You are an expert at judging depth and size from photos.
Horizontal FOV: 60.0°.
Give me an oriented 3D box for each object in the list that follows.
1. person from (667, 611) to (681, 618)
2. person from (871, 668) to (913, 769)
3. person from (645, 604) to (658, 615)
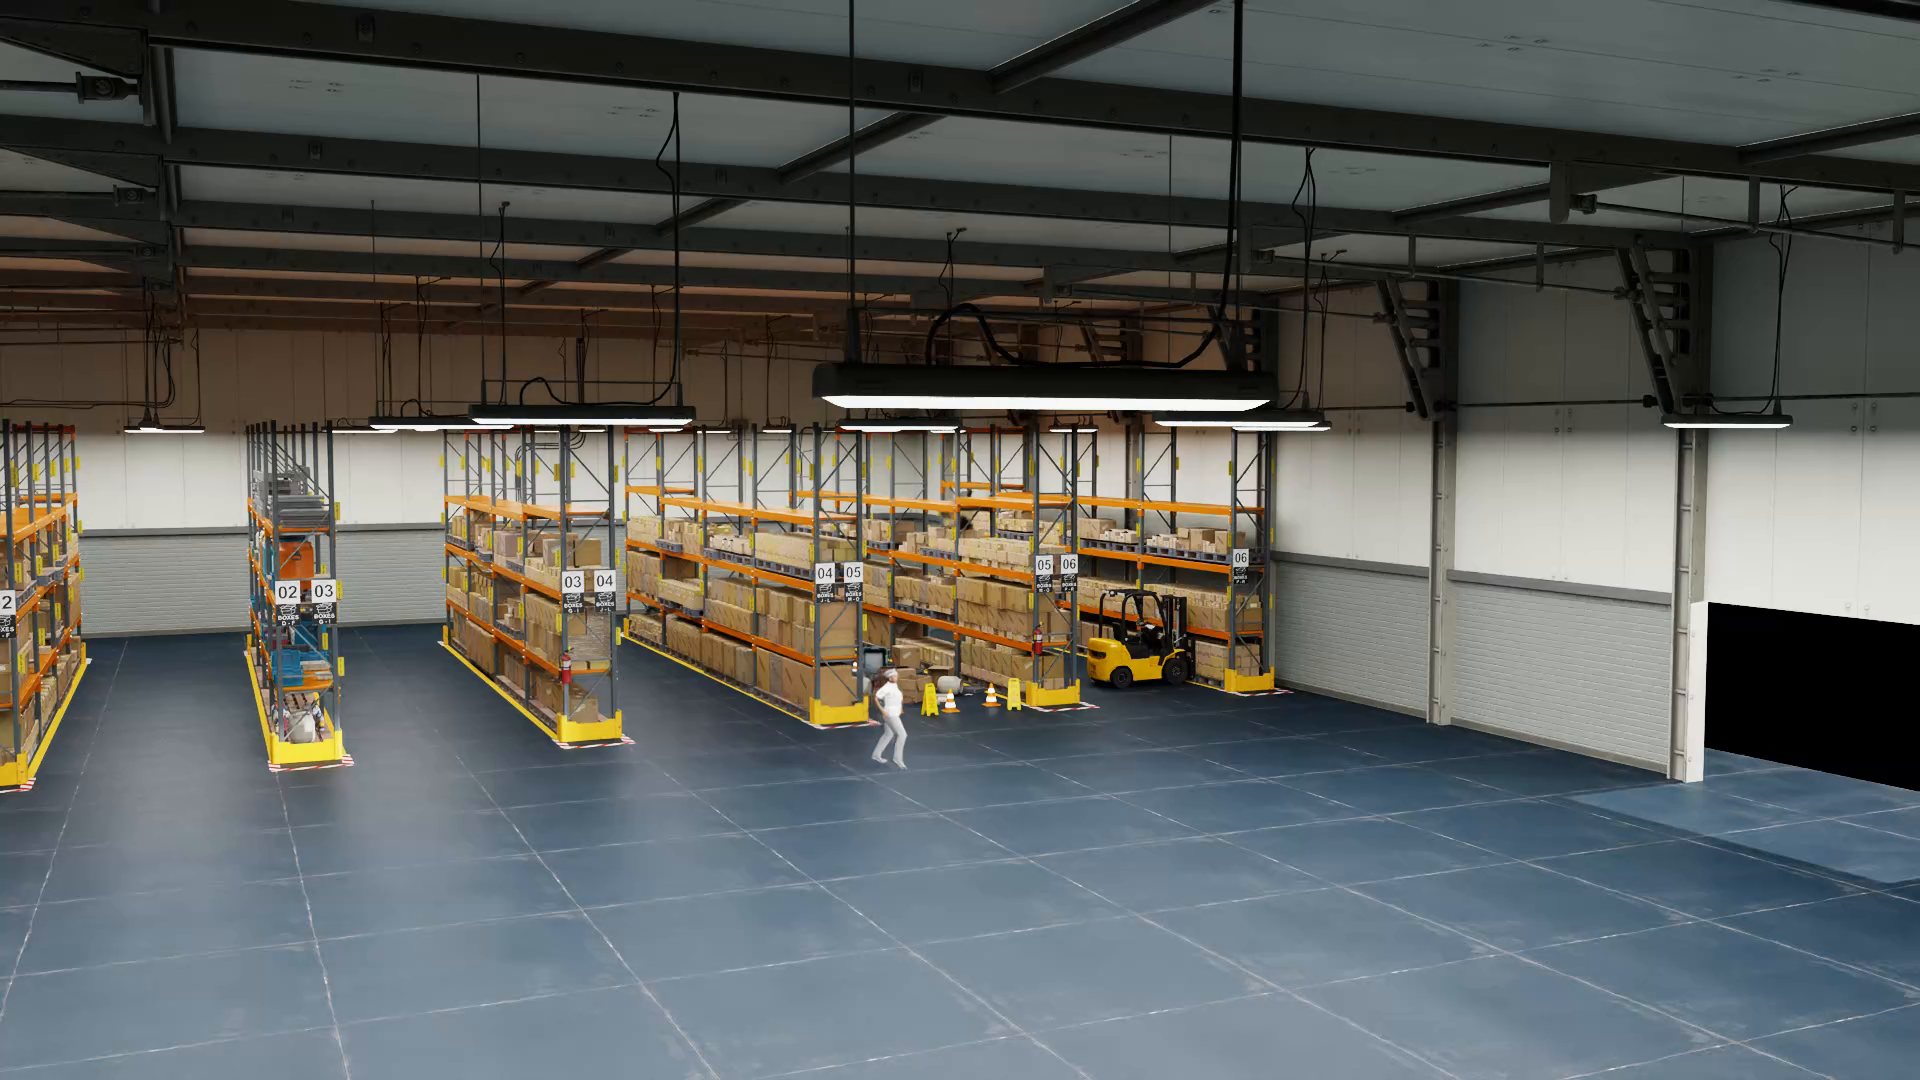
[{"bbox_3d":[-8.452,1.852,49.117,0.488,1.621,0.637,2,4,29],"label":"person"},{"bbox_3d":[-1.188,3.084,28.760,0.756,1.759,0.544,1,4,9],"label":"person"},{"bbox_3d":[-9.028,1.870,49.359,0.780,1.621,0.567,-2,4,-24],"label":"person"}]
